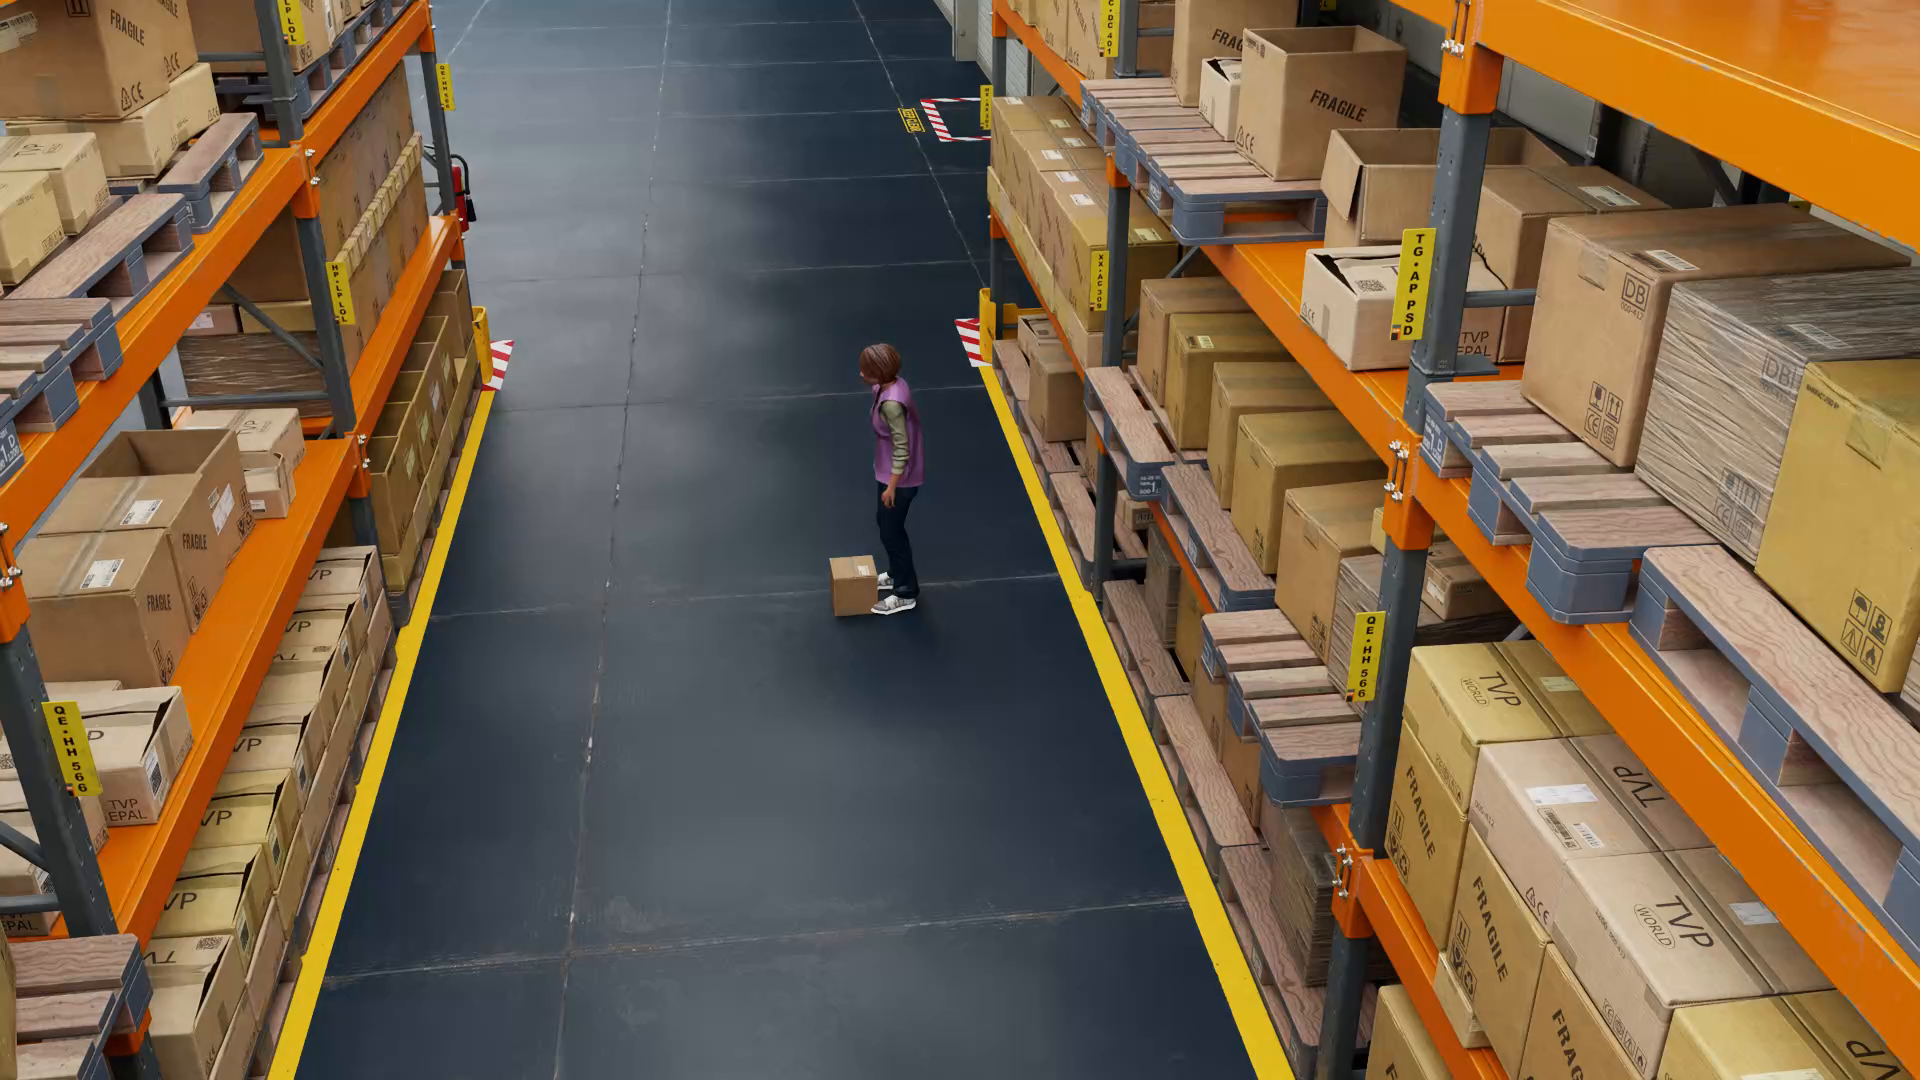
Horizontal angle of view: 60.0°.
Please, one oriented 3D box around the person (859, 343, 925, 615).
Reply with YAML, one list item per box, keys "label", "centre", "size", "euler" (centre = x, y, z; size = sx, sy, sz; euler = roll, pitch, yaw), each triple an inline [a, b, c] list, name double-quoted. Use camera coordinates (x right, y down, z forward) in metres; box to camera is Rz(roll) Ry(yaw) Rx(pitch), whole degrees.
- label: "person"
  centre: [-0.374, -0.353, 9.308]
  size: [0.345, 1.592, 0.463]
  euler: [-4, 28, -7]
